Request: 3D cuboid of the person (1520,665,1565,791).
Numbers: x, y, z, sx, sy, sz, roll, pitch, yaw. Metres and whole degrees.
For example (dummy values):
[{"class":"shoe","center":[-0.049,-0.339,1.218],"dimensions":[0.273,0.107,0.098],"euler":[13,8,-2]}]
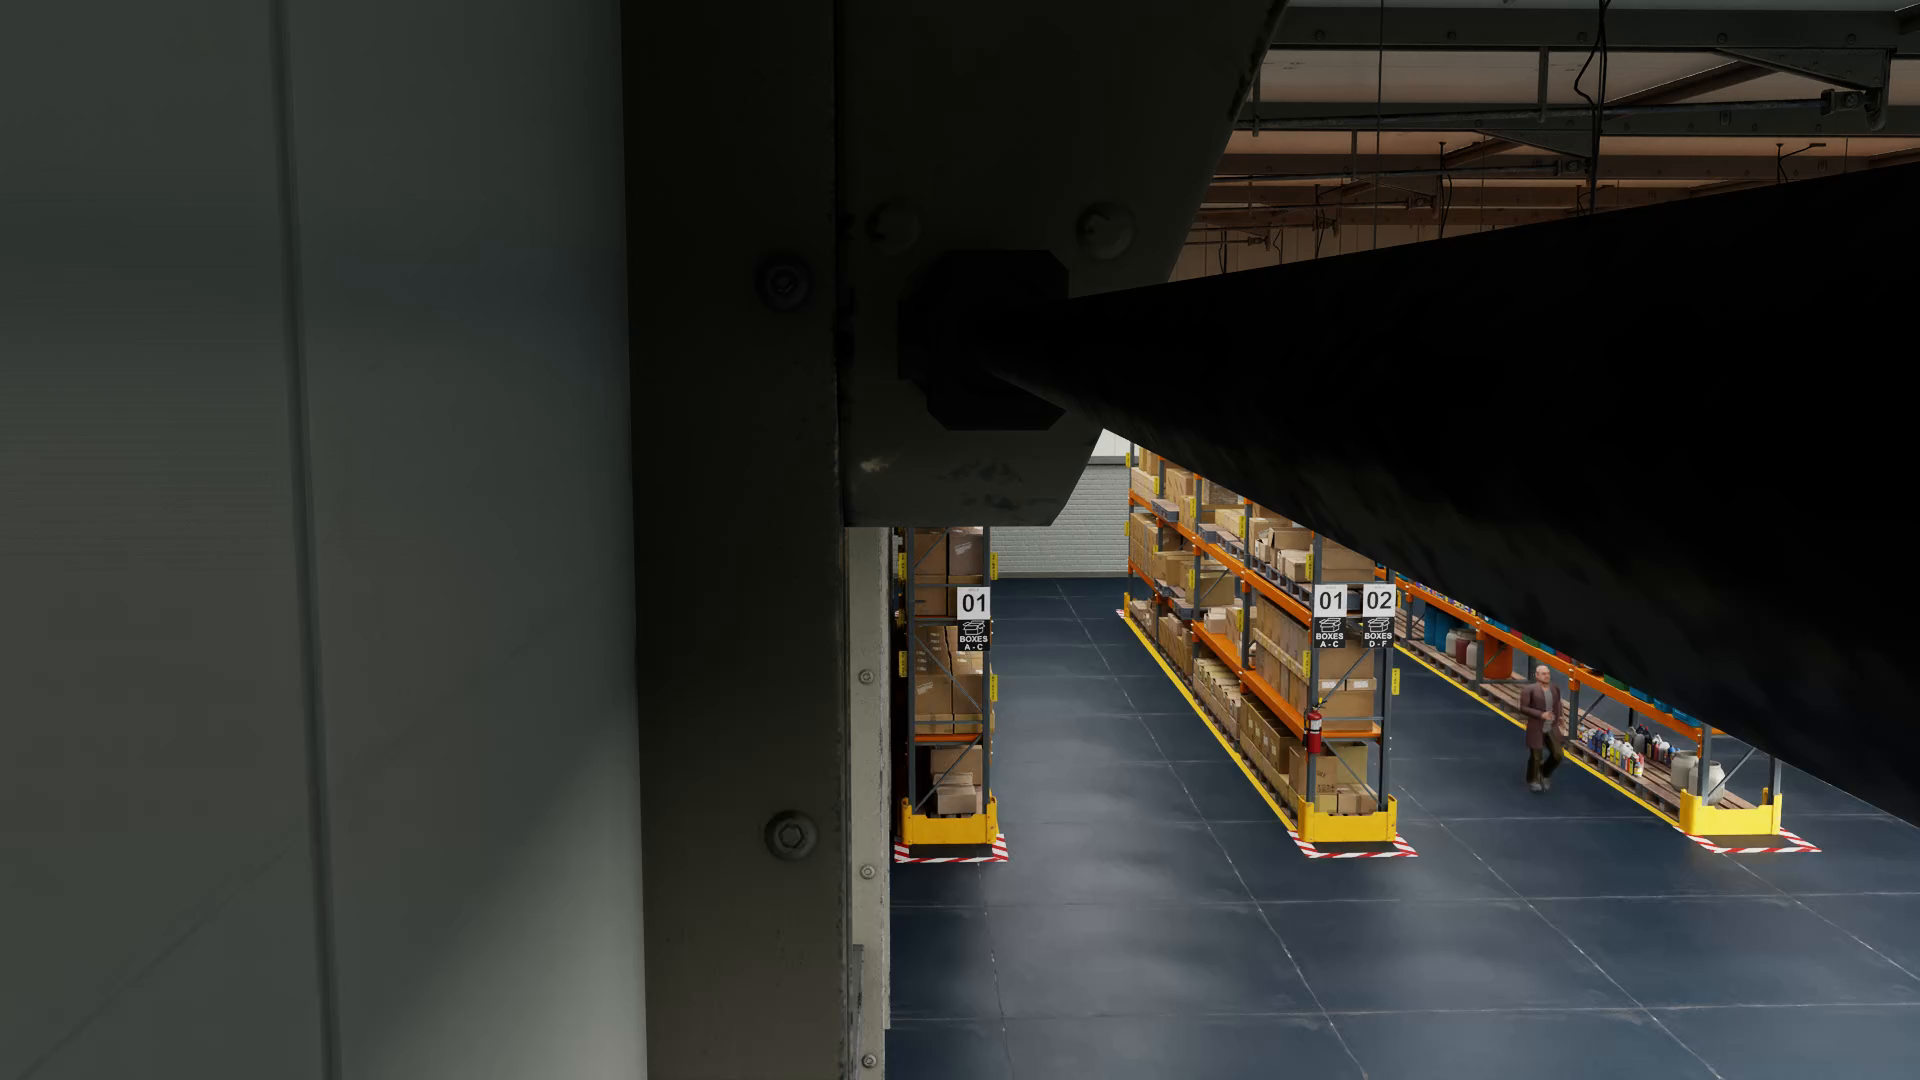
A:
[{"class":"person","center":[7.923,2.571,22.560],"dimensions":[0.685,1.744,0.703],"euler":[-1,7,-6]}]
